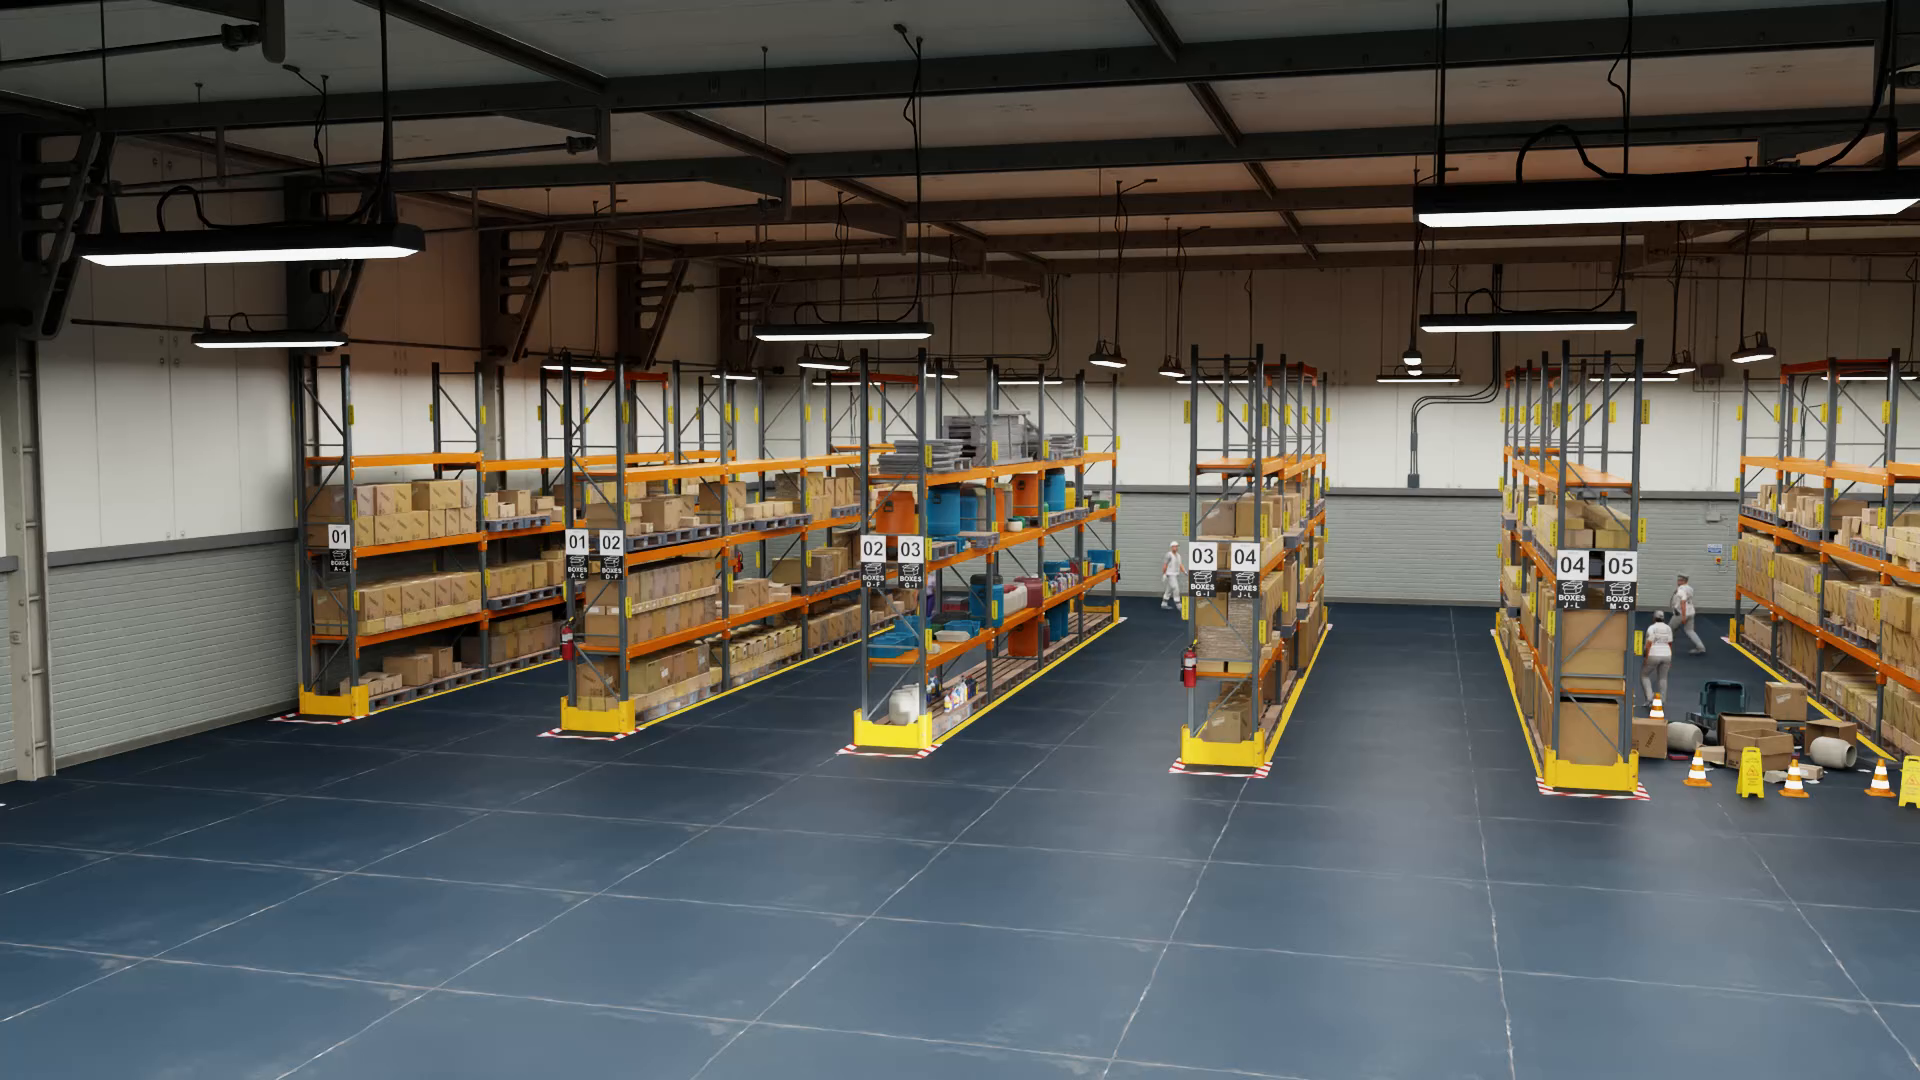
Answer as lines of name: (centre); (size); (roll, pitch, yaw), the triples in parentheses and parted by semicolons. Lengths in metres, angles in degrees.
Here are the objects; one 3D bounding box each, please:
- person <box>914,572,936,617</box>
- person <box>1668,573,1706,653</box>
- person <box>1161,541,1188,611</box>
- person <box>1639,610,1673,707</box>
person: (-0.772, 1.357, 37.765); (0.488, 1.587, 1.043); (1, 4, 15)
person: (15.150, 1.533, 35.024); (0.517, 1.678, 1.107); (-3, 5, -33)
person: (5.507, 0.924, 42.549); (0.786, 1.781, 0.549); (3, 5, 38)
person: (11.965, 2.056, 28.558); (0.526, 1.711, 0.424); (-1, 4, -8)
